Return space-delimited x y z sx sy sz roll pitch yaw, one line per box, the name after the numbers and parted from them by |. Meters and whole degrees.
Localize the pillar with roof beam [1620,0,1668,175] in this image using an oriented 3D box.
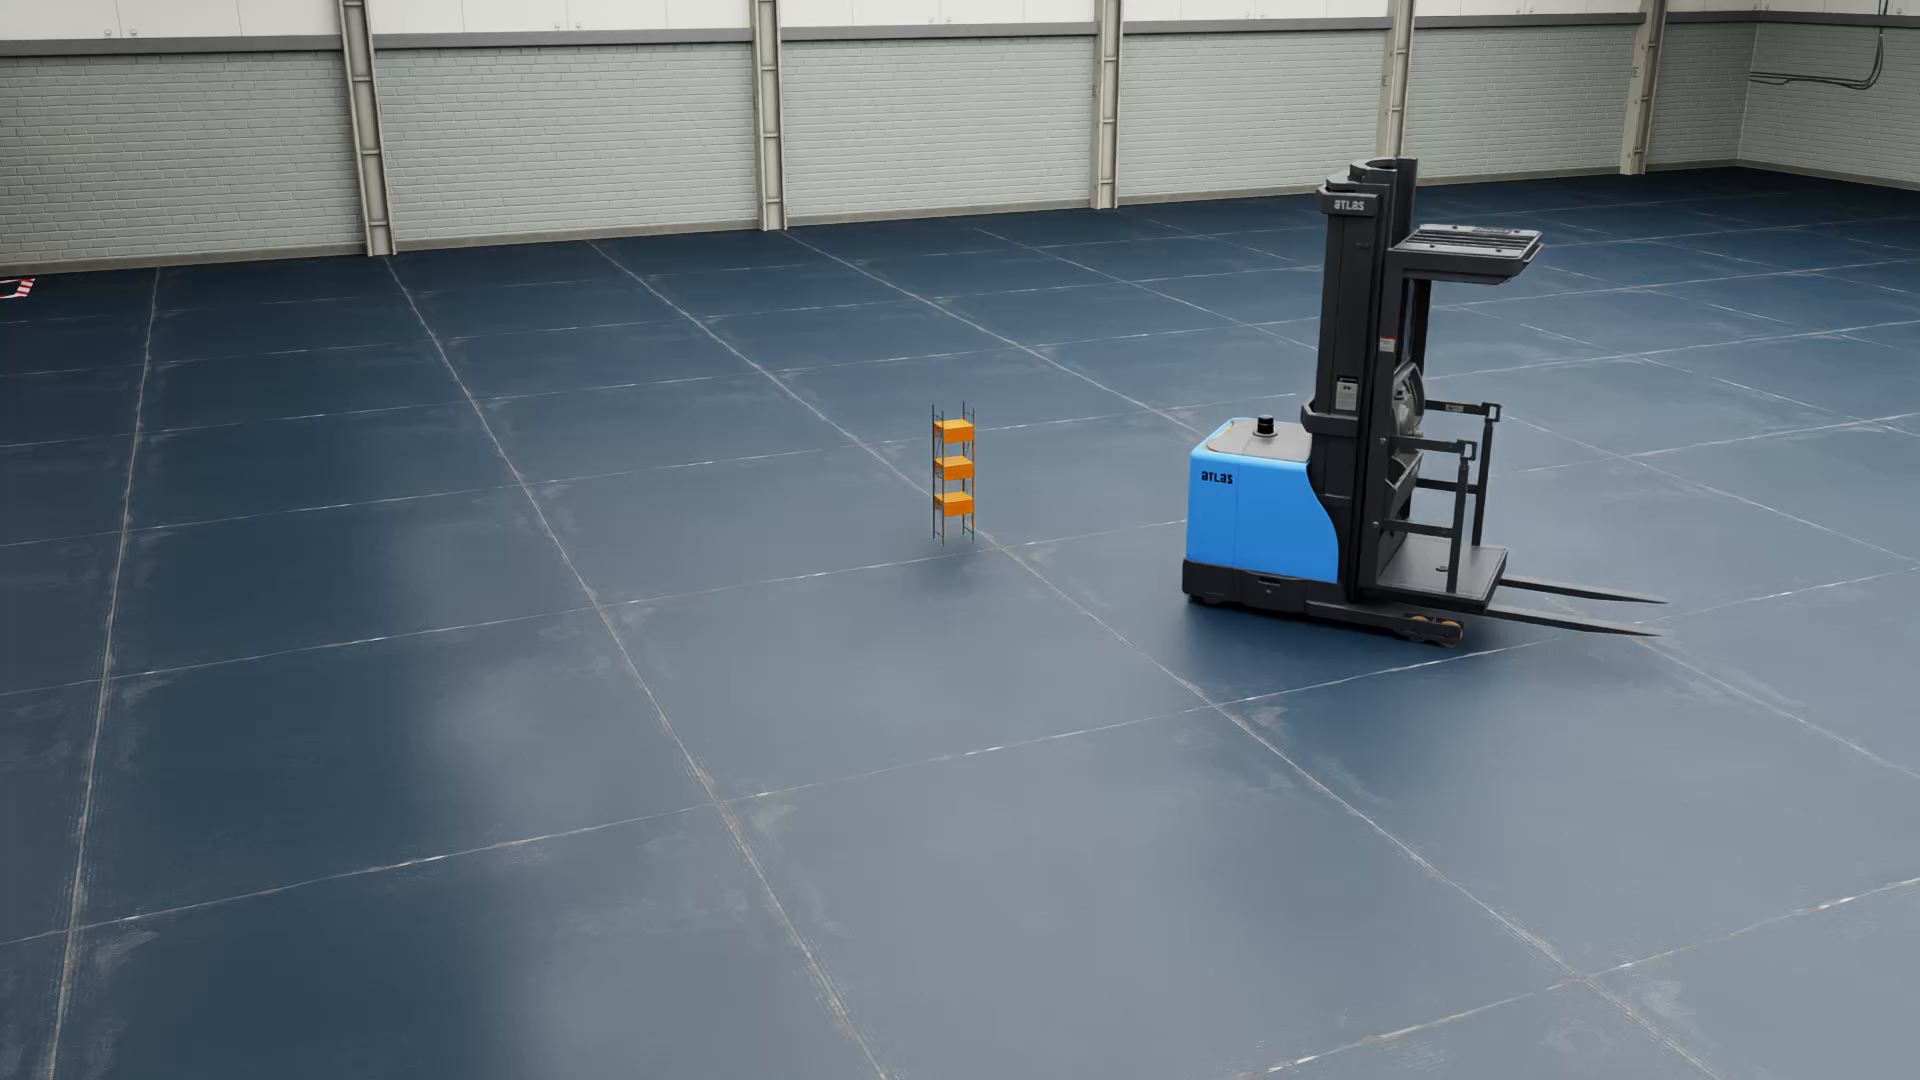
15.221 -10.307 28.244 0.400 9.000 9.100 -8 21 -22 | pillar with roof beam

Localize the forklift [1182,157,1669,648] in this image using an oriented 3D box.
3.070 -0.900 10.663 3.031 2.935 1.130 9 21 24 | forklift

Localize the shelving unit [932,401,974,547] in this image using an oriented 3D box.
-0.049 -0.488 12.328 0.252 1.050 0.215 -8 21 -22 | shelving unit

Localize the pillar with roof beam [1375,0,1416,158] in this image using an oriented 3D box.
9.712 -9.517 26.002 0.400 9.000 9.100 -8 21 -22 | pillar with roof beam

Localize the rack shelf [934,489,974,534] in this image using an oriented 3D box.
-0.049 -0.216 12.424 0.240 0.259 0.215 -8 21 -22 | rack shelf

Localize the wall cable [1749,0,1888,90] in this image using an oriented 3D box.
16.745 -10.139 32.444 0.112 2.526 3.097 -8 21 -22 | wall cable

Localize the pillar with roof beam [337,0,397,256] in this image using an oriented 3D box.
-6.815 -7.149 19.277 0.400 9.000 9.100 -8 21 -22 | pillar with roof beam

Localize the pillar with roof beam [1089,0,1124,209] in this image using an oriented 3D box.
4.203 -8.728 23.761 0.400 9.000 9.100 -8 21 -22 | pillar with roof beam

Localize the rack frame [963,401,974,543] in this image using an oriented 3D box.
0.063 -0.504 12.373 0.008 1.050 0.200 -8 21 -22 | rack frame

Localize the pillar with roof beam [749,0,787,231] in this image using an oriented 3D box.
-1.306 -7.939 21.519 0.400 9.000 9.100 -8 21 -22 | pillar with roof beam

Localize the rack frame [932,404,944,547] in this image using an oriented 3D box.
-0.161 -0.472 12.282 0.008 1.050 0.200 -8 21 -22 | rack frame

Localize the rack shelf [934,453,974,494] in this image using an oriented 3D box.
-0.049 -0.478 12.331 0.240 0.259 0.215 -8 21 -22 | rack shelf

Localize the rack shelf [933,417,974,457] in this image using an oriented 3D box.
-0.049 -0.746 12.237 0.240 0.259 0.215 -8 21 -22 | rack shelf
